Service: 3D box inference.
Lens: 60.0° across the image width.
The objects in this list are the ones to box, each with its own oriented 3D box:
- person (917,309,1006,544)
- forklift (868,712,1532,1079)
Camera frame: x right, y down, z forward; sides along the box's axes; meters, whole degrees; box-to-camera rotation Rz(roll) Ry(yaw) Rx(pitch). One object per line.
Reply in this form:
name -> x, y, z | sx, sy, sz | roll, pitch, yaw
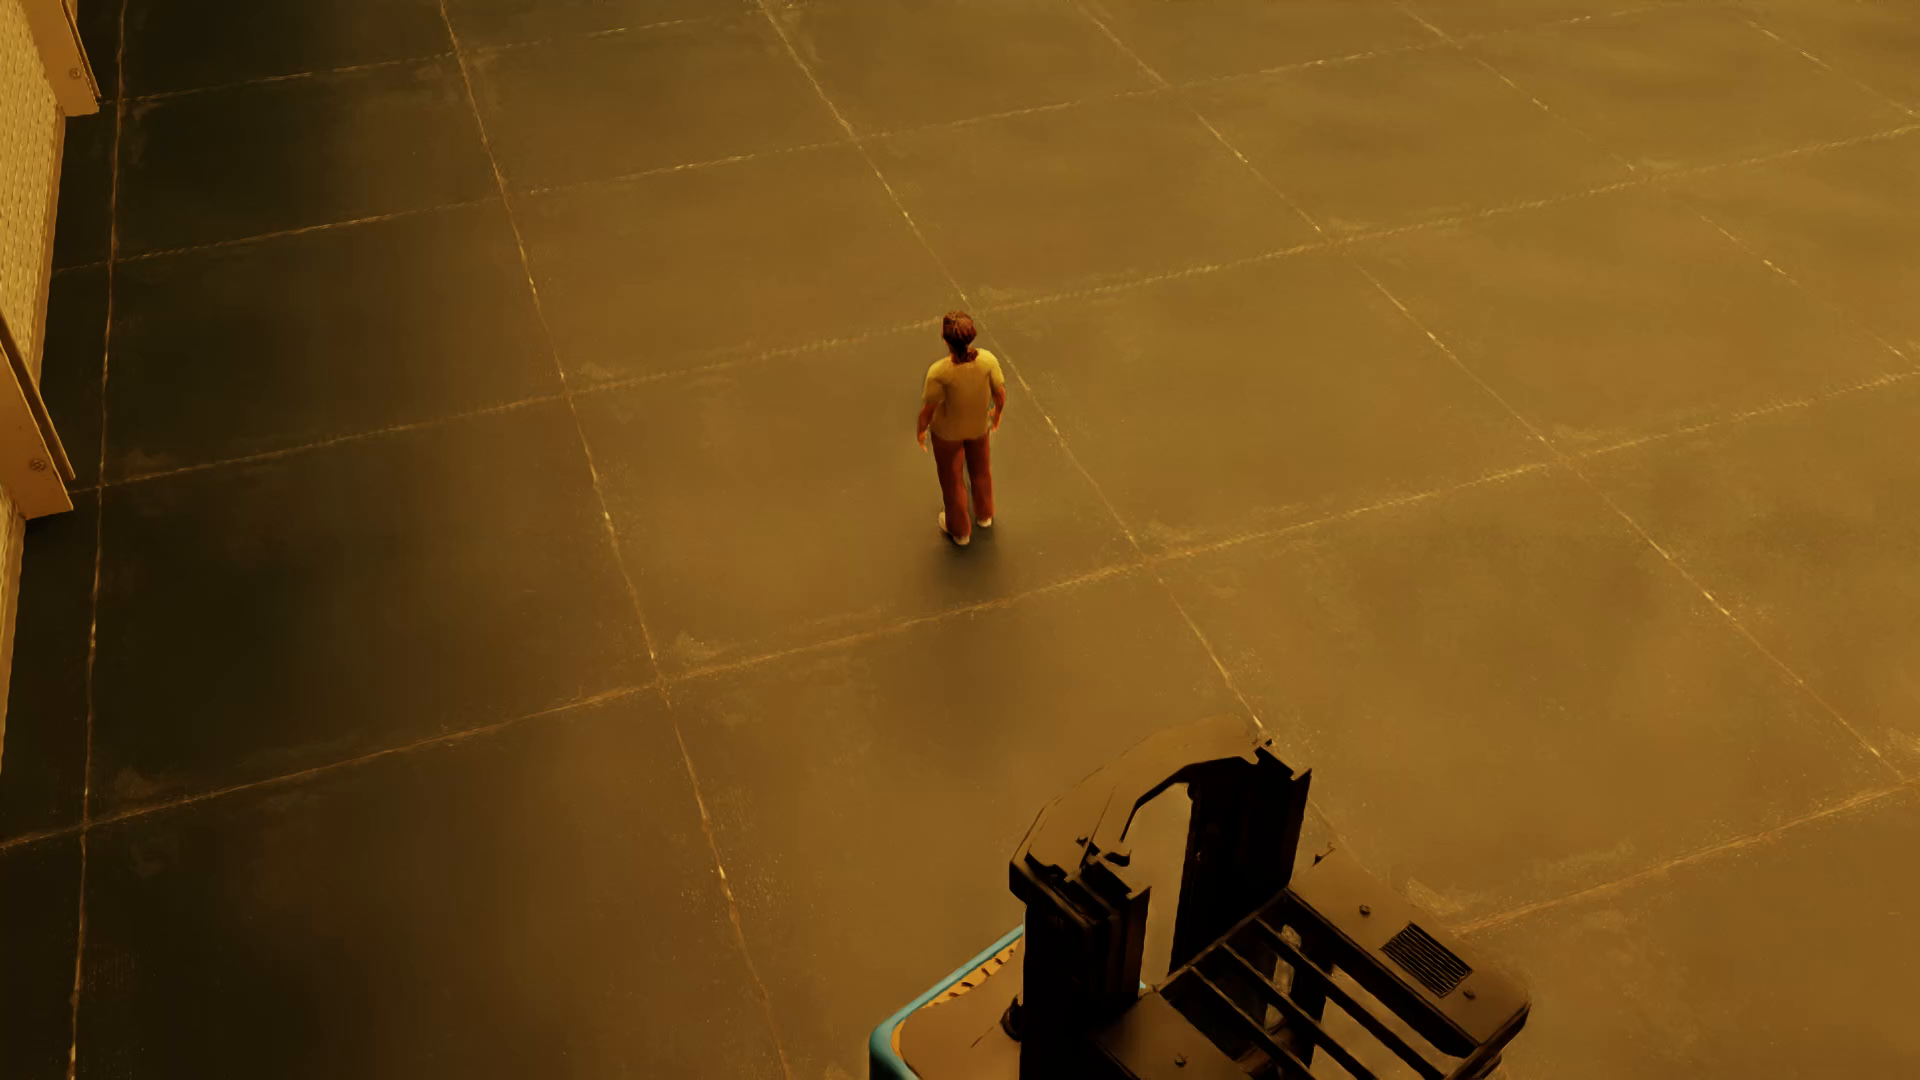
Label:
person -> -0.015, -0.694, 9.789 | 0.554, 1.674, 0.548 | -13, 42, -15
forklift -> 0.966, 2.116, 5.477 | 1.130, 2.935, 3.031 | -28, 48, -30
